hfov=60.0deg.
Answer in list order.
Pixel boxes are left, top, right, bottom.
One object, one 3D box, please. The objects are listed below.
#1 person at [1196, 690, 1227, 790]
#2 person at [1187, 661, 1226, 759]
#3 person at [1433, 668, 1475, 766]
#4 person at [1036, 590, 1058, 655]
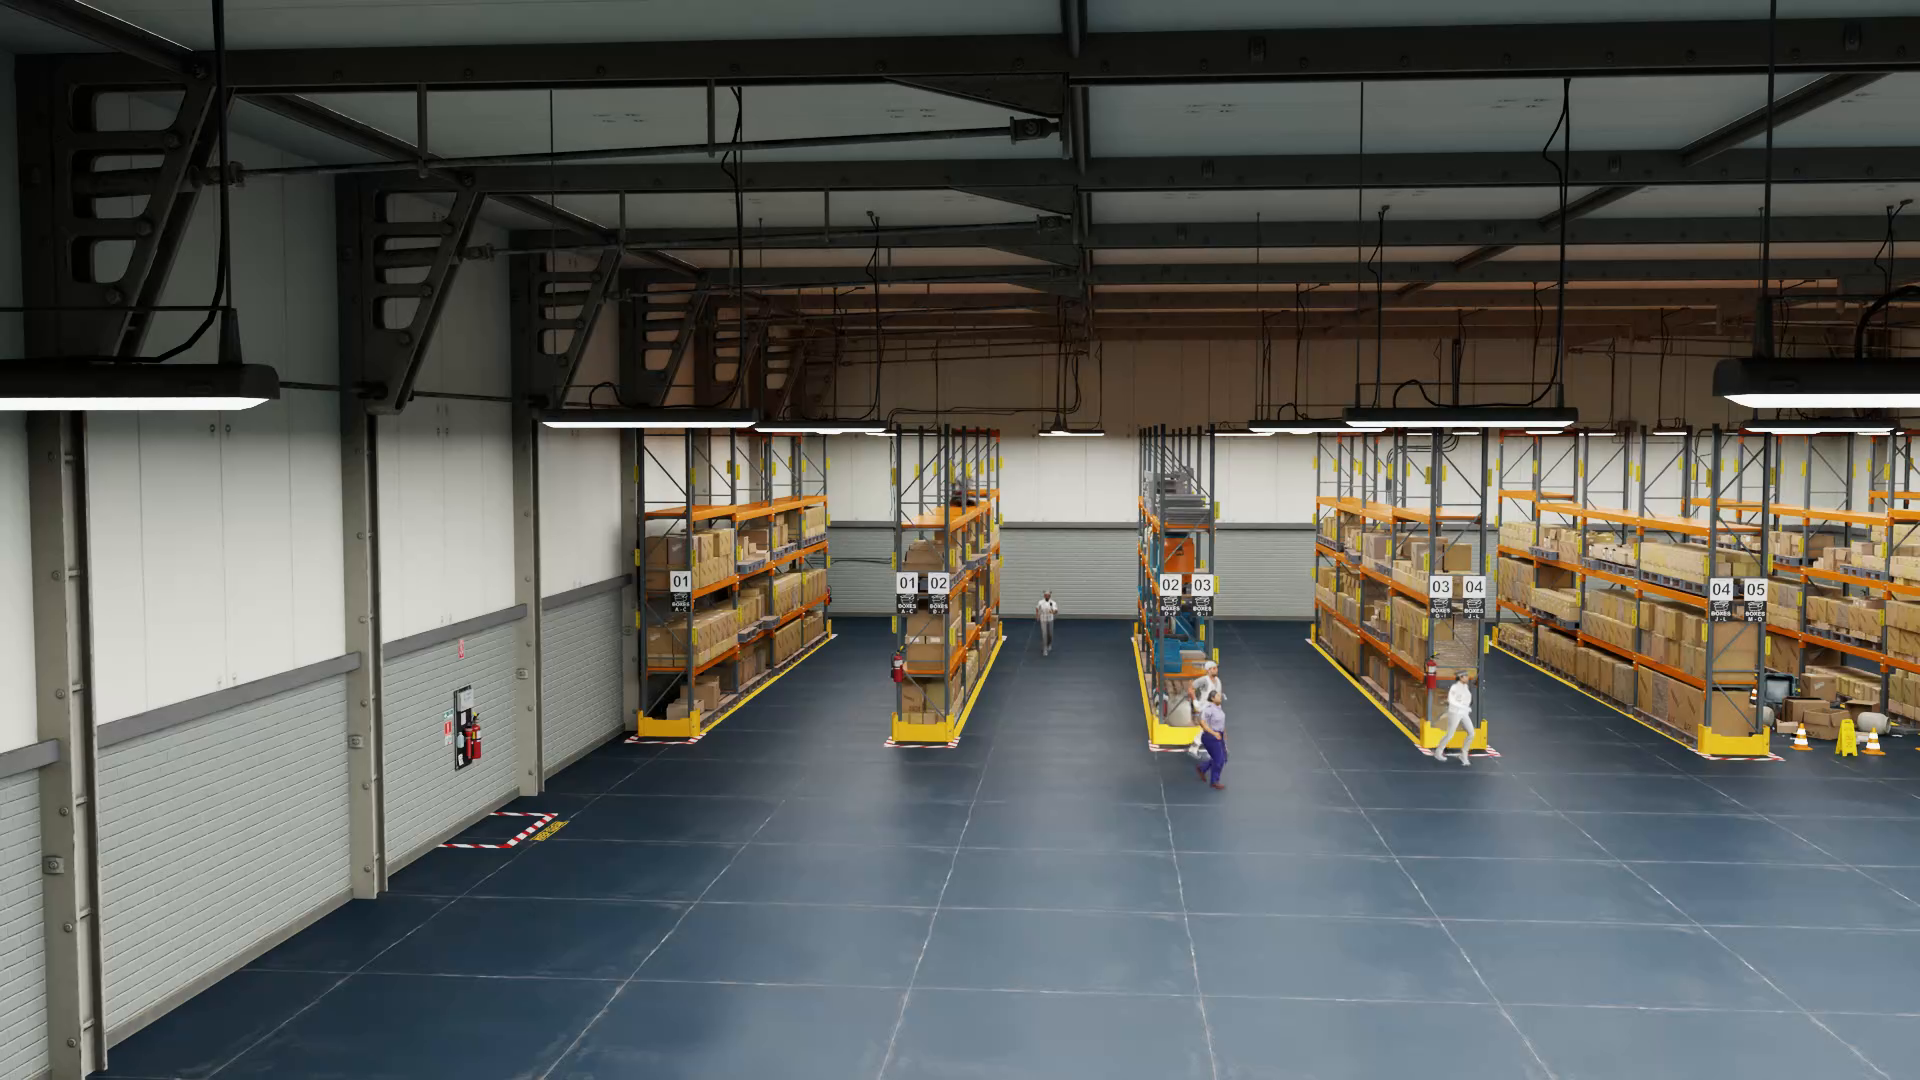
[{"bbox_3d":[4.109,3.259,27.269,0.563,1.616,0.628,2,4,30],"label":"person"},{"bbox_3d":[4.382,3.044,29.417,0.724,1.829,0.674,2,4,35],"label":"person"},{"bbox_3d":[8.791,3.115,29.322,0.671,1.735,0.669,-3,4,-38],"label":"person"},{"bbox_3d":[2.315,2.165,44.207,0.572,1.694,0.935,0,3,-2],"label":"person"}]
